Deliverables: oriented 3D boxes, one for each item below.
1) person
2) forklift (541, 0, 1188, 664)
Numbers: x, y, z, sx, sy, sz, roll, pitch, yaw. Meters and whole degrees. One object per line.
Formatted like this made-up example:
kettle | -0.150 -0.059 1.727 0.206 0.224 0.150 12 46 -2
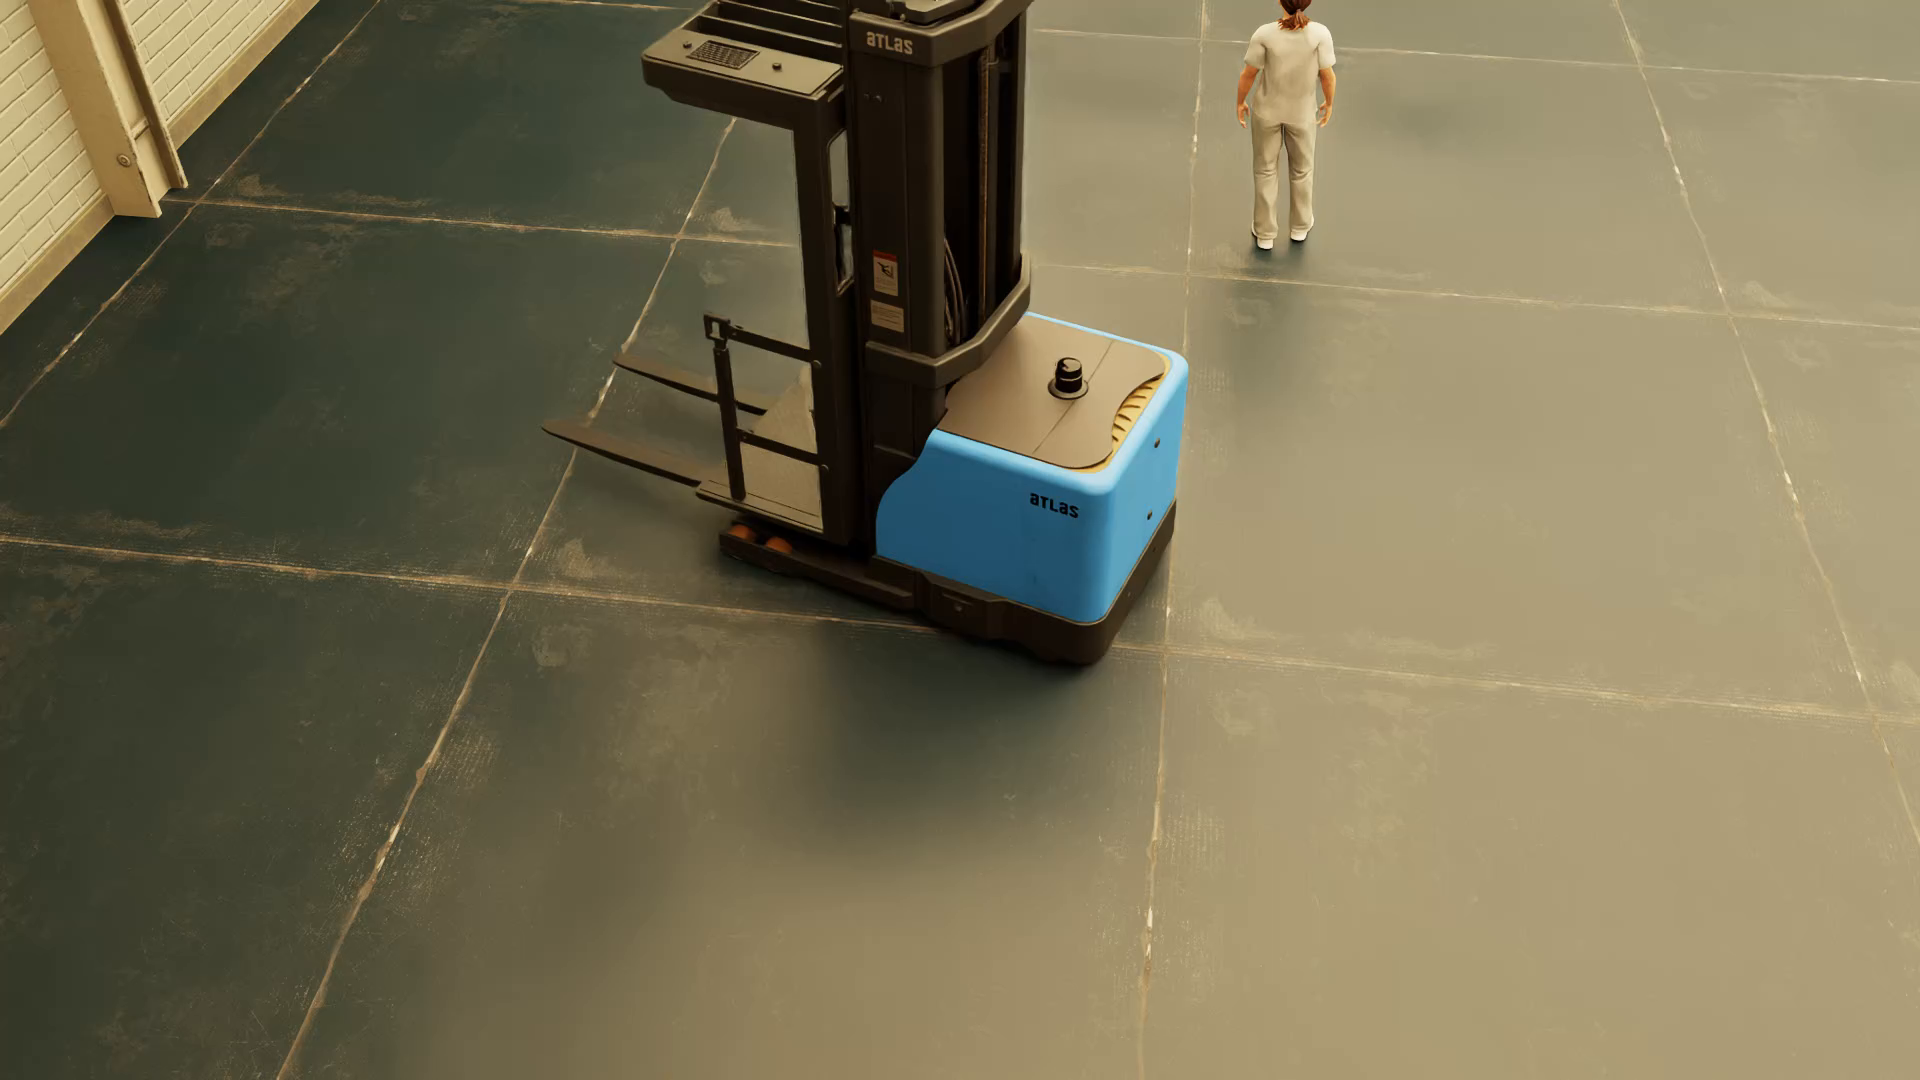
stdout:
person | 1.810 -2.401 9.256 0.550 1.676 0.550 6 43 6
forklift | -0.554 -1.230 7.064 3.031 2.935 1.130 18 46 19
